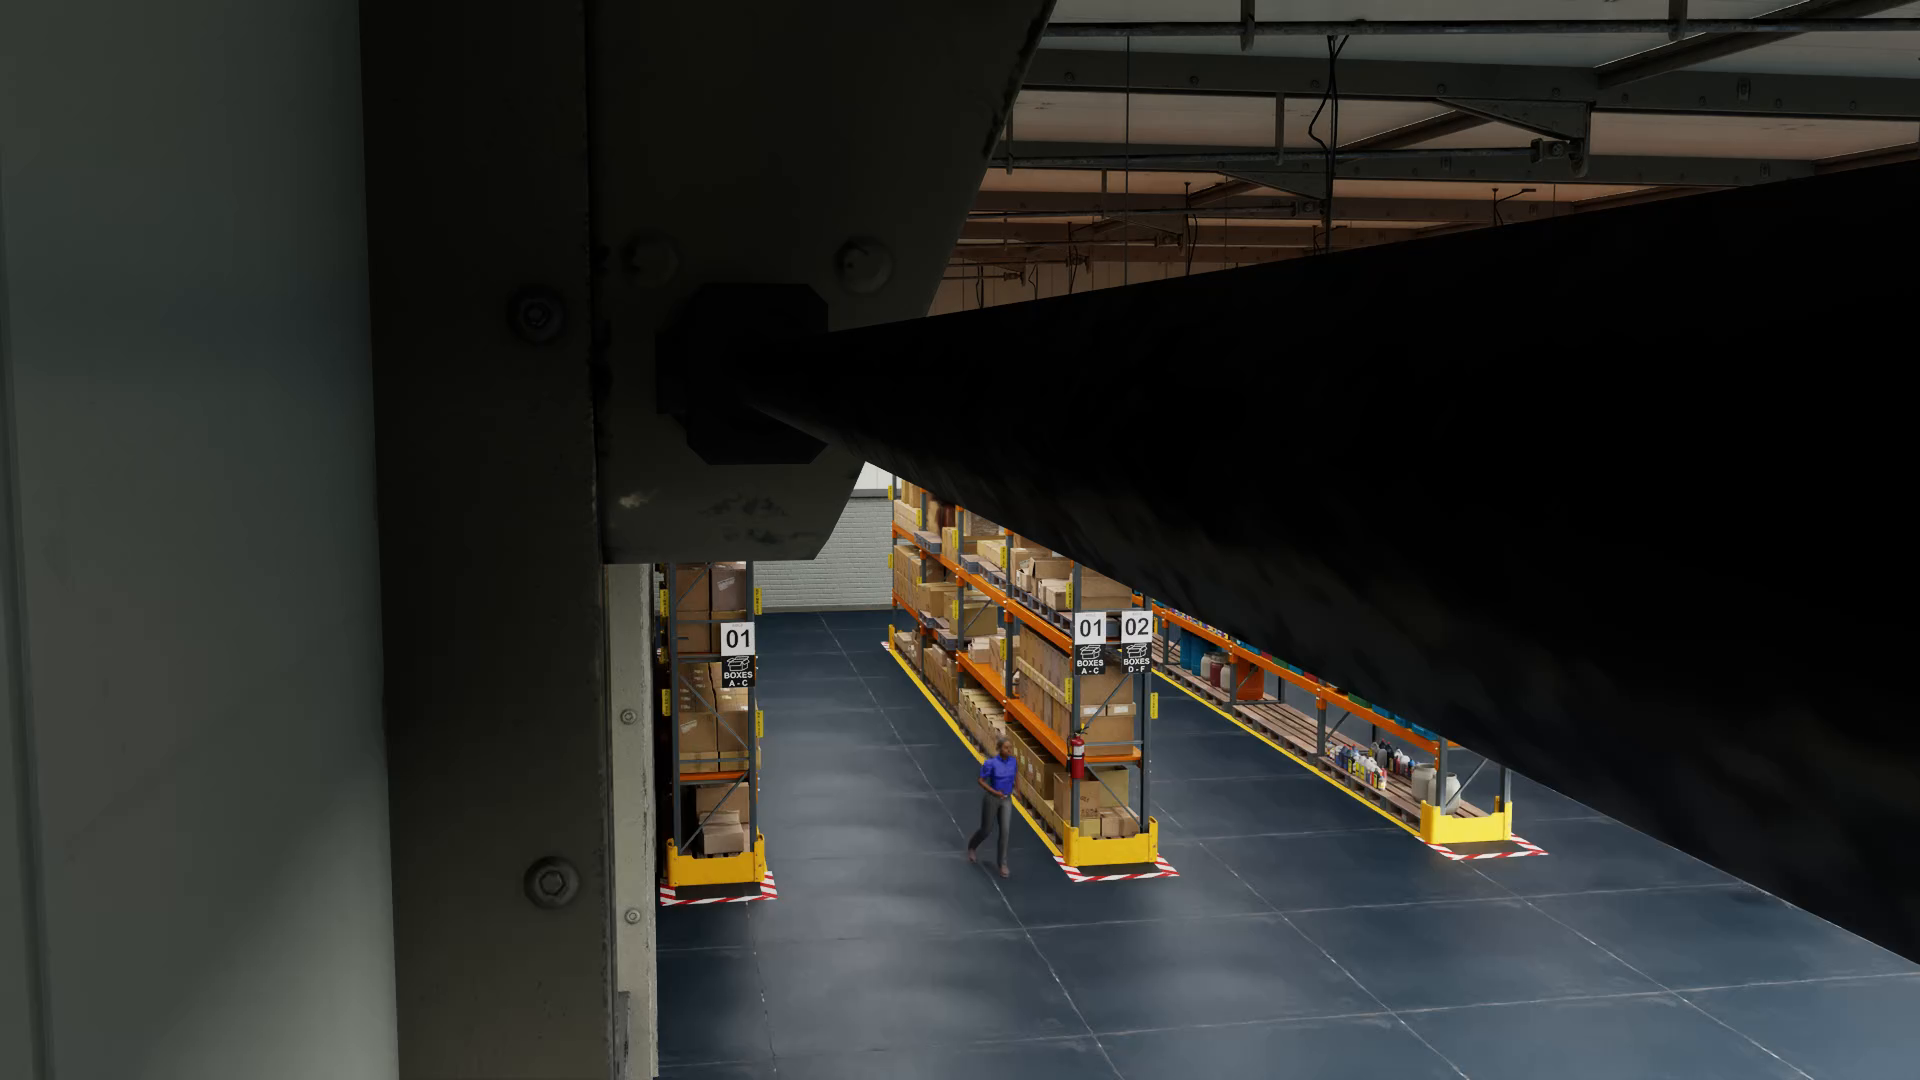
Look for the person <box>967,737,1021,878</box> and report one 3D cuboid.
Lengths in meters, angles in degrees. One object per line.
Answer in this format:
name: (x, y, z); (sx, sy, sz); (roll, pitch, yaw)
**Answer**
person: (0.503, 3.271, 20.717); (0.629, 1.657, 0.854); (-3, 7, -25)
